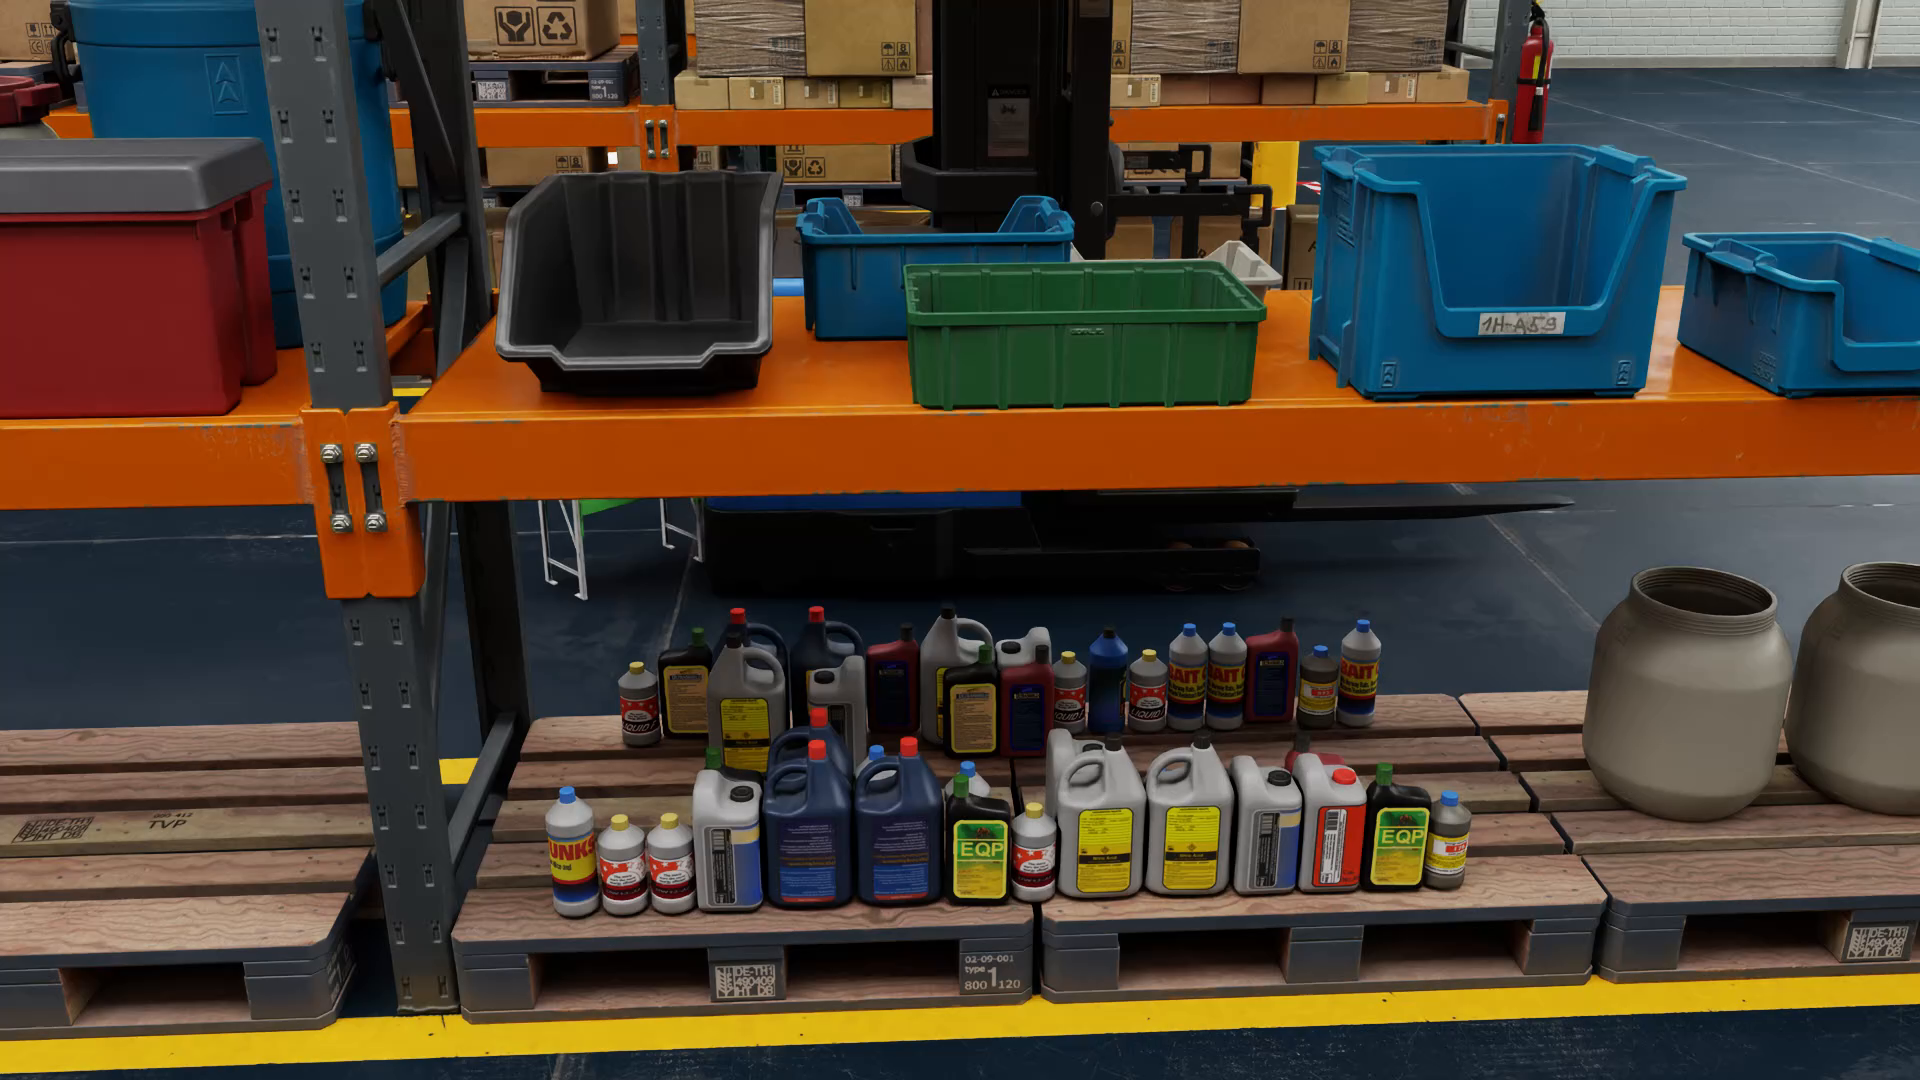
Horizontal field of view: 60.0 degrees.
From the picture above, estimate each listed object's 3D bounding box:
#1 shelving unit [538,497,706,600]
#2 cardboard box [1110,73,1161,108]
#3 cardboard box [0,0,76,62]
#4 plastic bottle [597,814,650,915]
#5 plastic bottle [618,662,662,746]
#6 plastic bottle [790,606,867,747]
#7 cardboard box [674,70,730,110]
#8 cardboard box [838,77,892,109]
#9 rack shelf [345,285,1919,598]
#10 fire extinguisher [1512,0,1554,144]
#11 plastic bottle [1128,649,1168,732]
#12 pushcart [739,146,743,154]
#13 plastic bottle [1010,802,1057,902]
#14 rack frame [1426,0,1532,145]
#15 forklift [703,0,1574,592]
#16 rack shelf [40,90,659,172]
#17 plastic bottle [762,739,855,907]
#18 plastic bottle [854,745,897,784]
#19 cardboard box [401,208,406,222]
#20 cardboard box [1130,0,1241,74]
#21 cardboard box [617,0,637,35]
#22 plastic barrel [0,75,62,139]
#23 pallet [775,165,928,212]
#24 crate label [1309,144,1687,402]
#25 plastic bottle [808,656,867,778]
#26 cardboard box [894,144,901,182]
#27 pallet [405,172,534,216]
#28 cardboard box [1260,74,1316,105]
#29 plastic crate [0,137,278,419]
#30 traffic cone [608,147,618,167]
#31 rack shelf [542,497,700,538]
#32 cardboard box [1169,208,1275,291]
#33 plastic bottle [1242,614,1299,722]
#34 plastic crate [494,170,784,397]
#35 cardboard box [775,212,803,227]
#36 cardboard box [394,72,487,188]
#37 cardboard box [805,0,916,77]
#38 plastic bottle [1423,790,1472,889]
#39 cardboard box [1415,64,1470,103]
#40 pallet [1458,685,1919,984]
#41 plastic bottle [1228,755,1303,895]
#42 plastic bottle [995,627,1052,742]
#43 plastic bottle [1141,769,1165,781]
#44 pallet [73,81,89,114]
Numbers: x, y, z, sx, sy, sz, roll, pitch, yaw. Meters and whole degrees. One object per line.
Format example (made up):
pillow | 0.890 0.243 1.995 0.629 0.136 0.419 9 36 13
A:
shelving unit | -1.168 -0.451 5.618 0.503 1.200 0.258 -19 28 -41
cardboard box | 0.800 -2.157 7.925 0.250 0.149 0.380 -1 21 -3
cardboard box | -4.335 -2.574 7.936 0.500 0.500 0.700 2 21 5
plastic bottle | -0.702 0.668 3.464 0.097 0.201 0.097 0 21 0
plastic bottle | -0.802 0.403 4.161 0.097 0.201 0.097 0 21 0
plastic bottle | -0.329 0.332 4.138 0.185 0.351 0.144 -2 21 -6
cardboard box | -1.198 -2.121 7.828 0.250 0.149 0.380 -1 21 -3
cardboard box | -0.450 -2.144 7.891 0.250 0.149 0.380 -1 21 -3
rack shelf | 0.850 -0.285 3.666 4.000 0.370 1.077 -1 21 -3
fire extinguisher | 2.705 -2.224 7.856 0.183 0.674 0.296 -1 21 -3
plastic bottle | 0.478 0.377 4.229 0.097 0.201 0.097 0 21 0
pushcart | -1.815 -3.826 15.641 0.936 0.377 1.648 -9 23 -22
plastic bottle | 0.155 0.651 3.510 0.097 0.201 0.097 0 21 0
rack frame | 2.564 -2.422 8.266 0.127 3.000 1.000 -1 21 -3
forklift | 0.629 -1.382 5.630 3.031 2.935 1.130 -1 21 -3
rack shelf | -3.426 -1.964 8.074 4.000 0.370 1.077 -1 21 -3
plastic bottle | -0.317 0.582 3.480 0.185 0.351 0.144 -1 21 -2
plastic bottle | -0.179 0.574 3.615 0.097 0.271 0.097 0 21 0
cardboard box | -3.080 -1.358 8.368 0.500 0.500 0.700 -3 21 -8
cardboard box | 1.019 -2.558 8.066 0.500 0.500 0.875 -1 21 -3
cardboard box | -2.622 -4.035 12.364 0.500 0.500 0.500 -1 21 -4
plastic barrel | -2.114 -0.703 3.561 0.433 0.535 0.433 0 21 0
pallet | -0.848 -2.789 13.149 1.213 0.211 1.003 -1 21 -3
crate label | 1.025 -0.545 3.288 0.616 0.435 0.502 -1 21 -3
plastic bottle | -0.295 0.419 4.014 0.135 0.276 0.152 -1 21 -3
cardboard box | -0.080 -3.315 13.009 0.875 0.875 0.875 -1 21 -3
pallet | -3.599 -2.733 13.002 1.213 0.211 1.003 -1 21 -3
cardboard box | 1.544 -2.197 8.030 0.250 0.149 0.380 -1 21 -3
plastic crate | -1.613 -0.492 3.108 0.583 0.464 0.402 -1 21 -3
traffic cone | -3.037 -3.428 14.474 0.334 0.463 0.336 -1 21 -3
rack shelf | -1.168 -0.167 5.727 0.480 0.148 0.258 -19 28 -41
cardboard box | 1.345 -1.419 8.554 0.500 0.500 0.500 4 21 11
plastic bottle | 0.792 0.326 4.249 0.133 0.283 0.061 -1 21 -2
plastic crate | -0.617 -0.517 3.351 0.504 0.338 0.767 -1 21 -3
cardboard box | -1.028 -1.362 8.407 0.500 0.500 0.500 -2 21 -5
cardboard box | -4.120 -3.167 12.796 0.750 0.750 1.050 -1 21 -2
cardboard box | -0.476 -2.511 7.942 0.500 0.500 0.875 -1 21 -3
plastic bottle | 1.038 0.633 3.557 0.097 0.201 0.097 0 21 0
cardboard box | 2.291 -2.225 8.103 0.250 0.149 0.380 -1 21 -3
pallet | 1.962 0.674 4.054 1.213 0.211 1.003 -1 21 -3
plastic bottle | 0.646 0.596 3.549 0.135 0.276 0.152 -2 21 -5
plastic bottle | 0.156 0.359 4.173 0.135 0.276 0.152 -1 21 -2
plastic bottle | 0.431 0.594 3.660 0.097 0.201 0.097 0 21 0
pallet | -3.449 -2.224 8.017 1.213 0.211 1.003 -1 21 -3
